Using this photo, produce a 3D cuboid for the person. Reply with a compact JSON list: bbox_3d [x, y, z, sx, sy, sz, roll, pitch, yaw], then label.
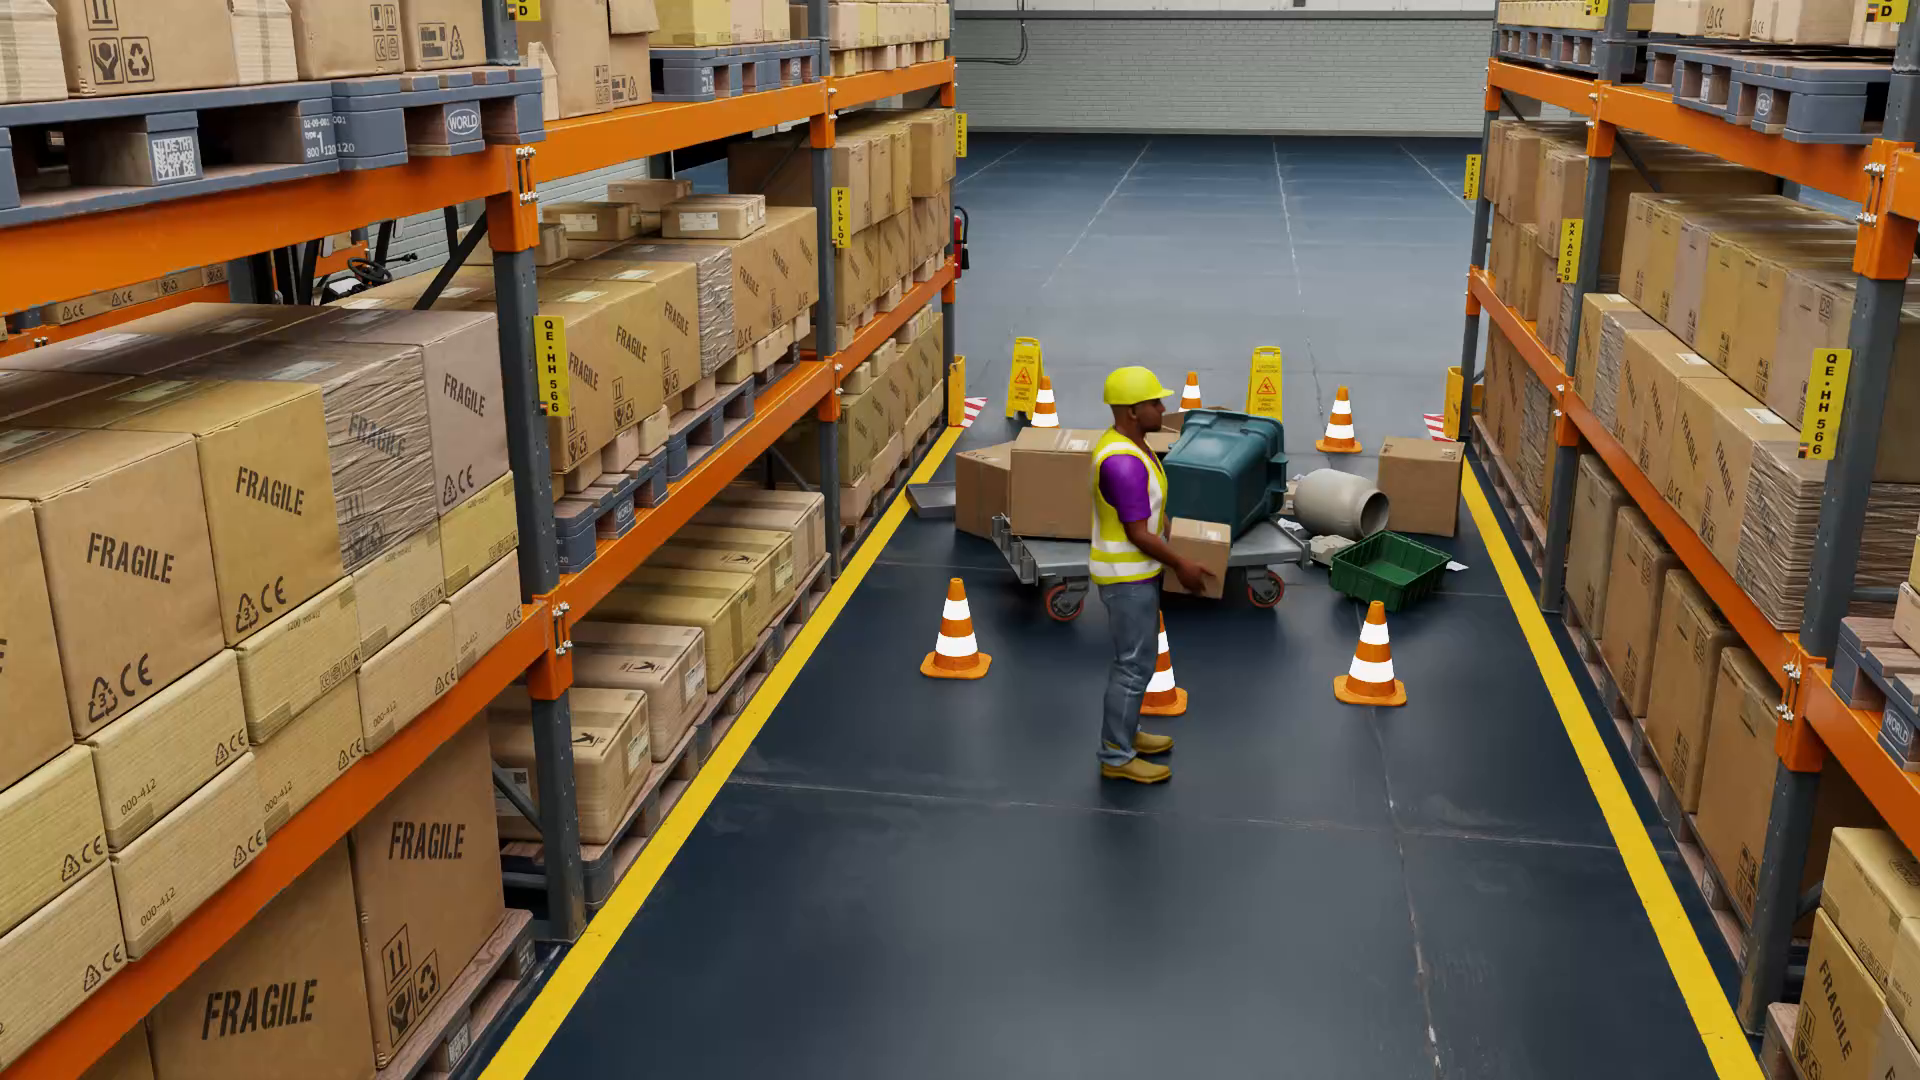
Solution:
[{"bbox_3d":[0.810,0.140,7.074,0.541,1.770,0.548,3,18,8],"label":"person"}]
